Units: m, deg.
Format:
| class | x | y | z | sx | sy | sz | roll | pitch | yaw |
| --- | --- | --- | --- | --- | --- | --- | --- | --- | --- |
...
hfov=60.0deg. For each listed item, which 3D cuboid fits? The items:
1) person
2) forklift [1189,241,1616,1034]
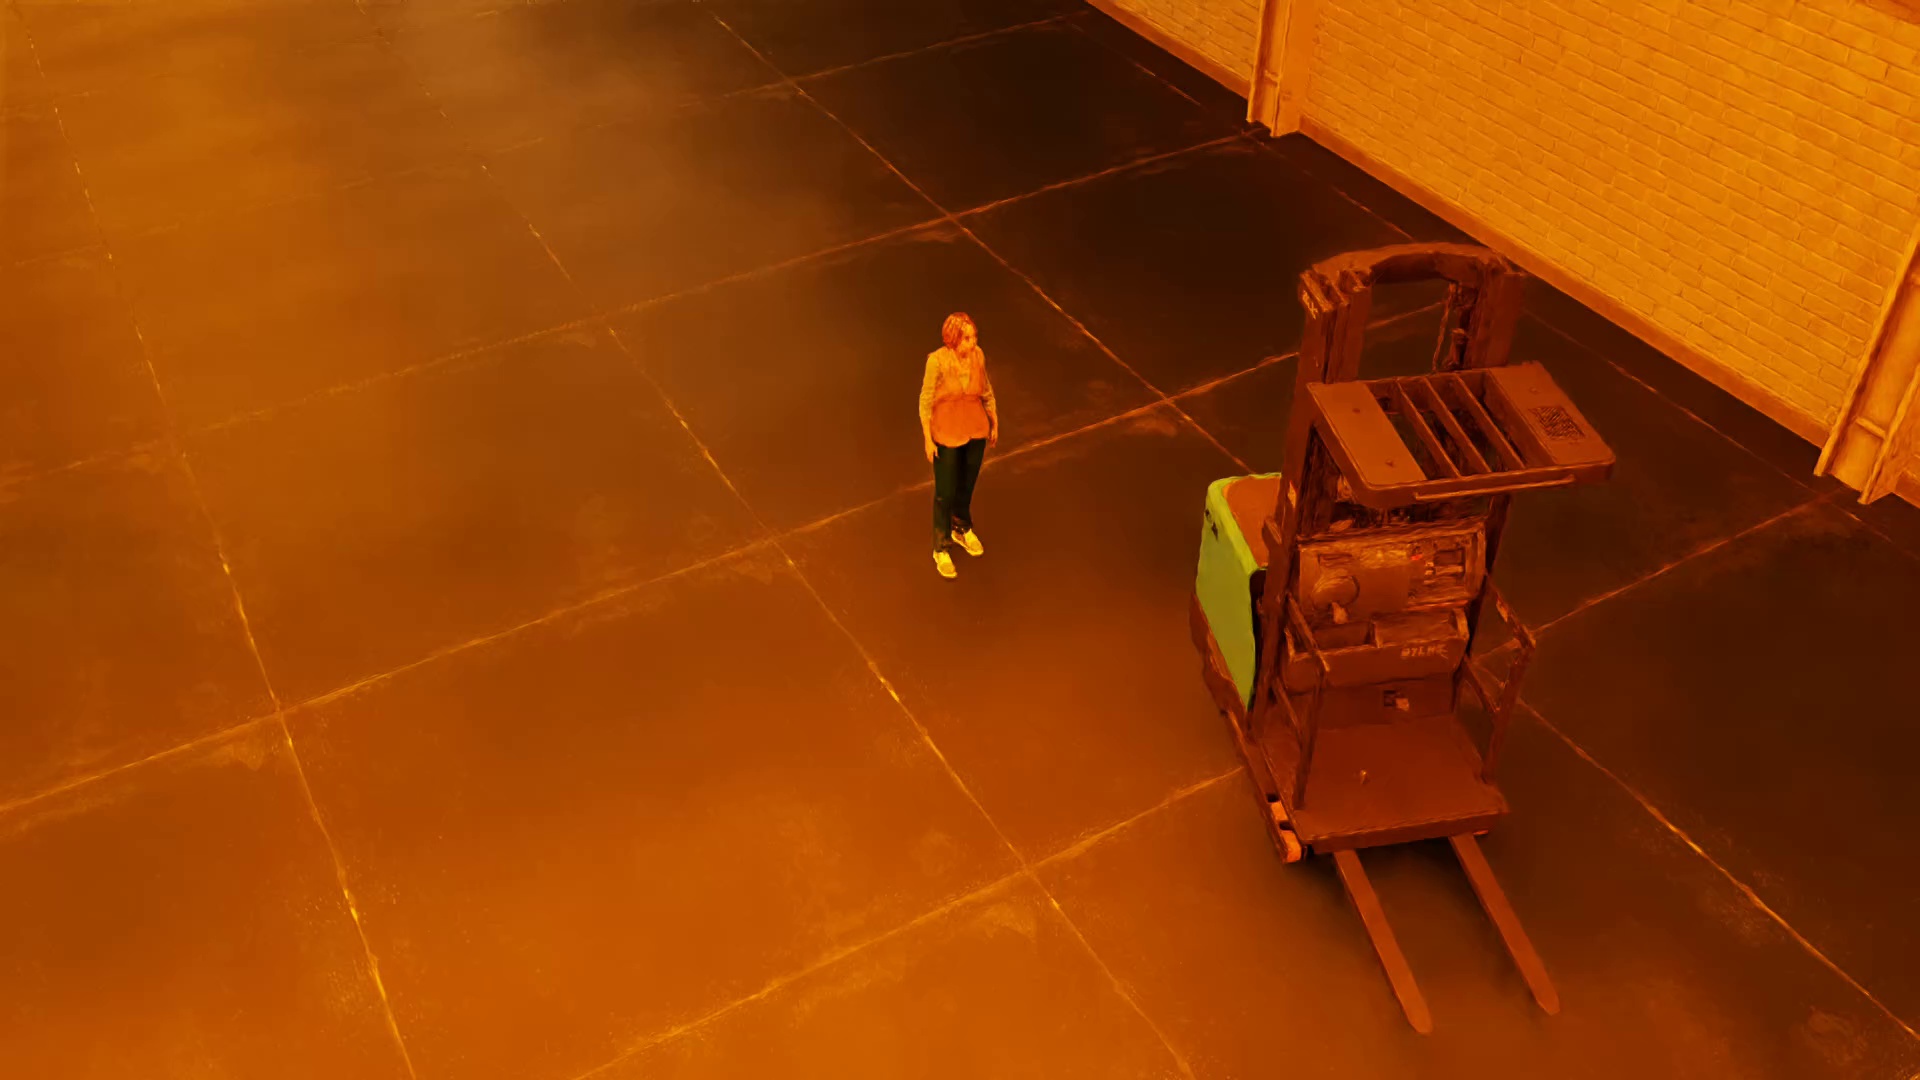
| class | x | y | z | sx | sy | sz | roll | pitch | yaw |
| --- | --- | --- | --- | --- | --- | --- | --- | --- | --- |
| person | 0.025 | -0.575 | 9.763 | 0.520 | 1.597 | 0.474 | -20 | 44 | -23 |
| forklift | 2.094 | 0.238 | 7.749 | 1.130 | 2.935 | 3.031 | -7 | 40 | -8 |
